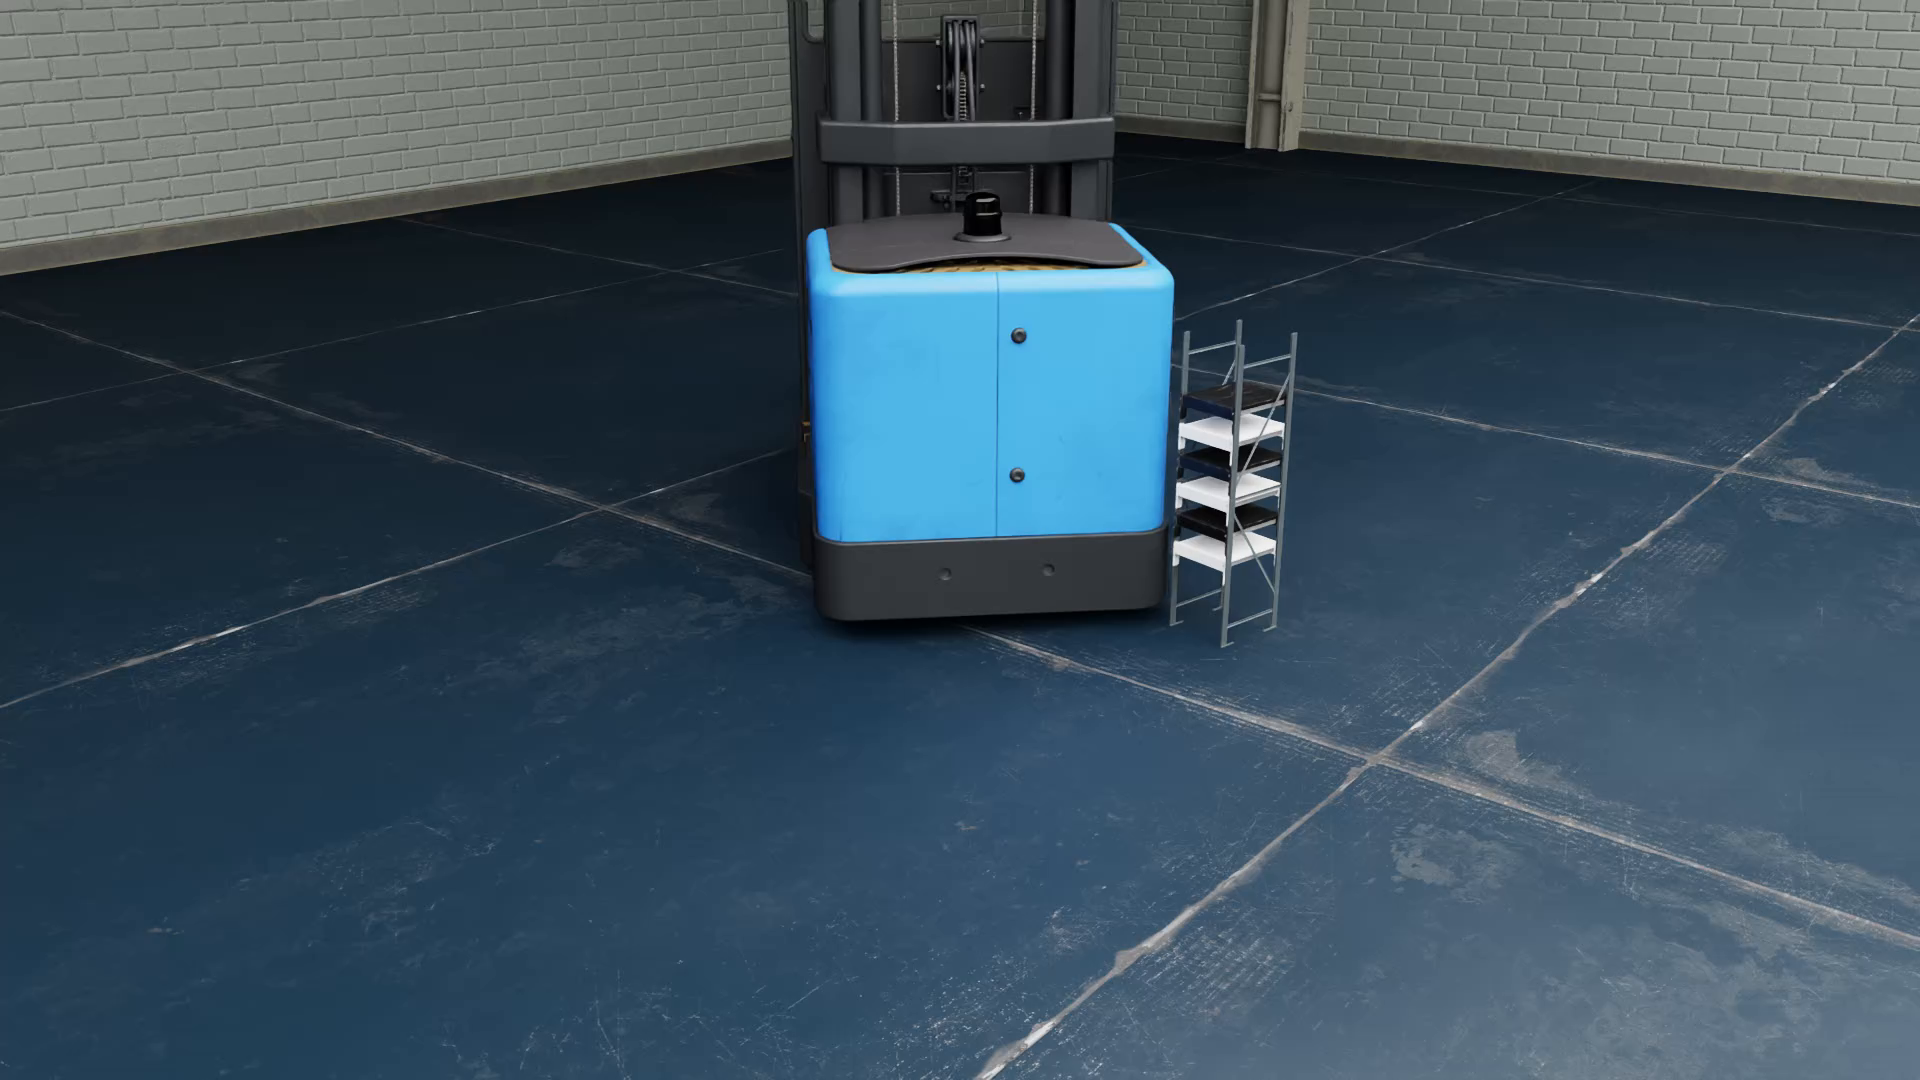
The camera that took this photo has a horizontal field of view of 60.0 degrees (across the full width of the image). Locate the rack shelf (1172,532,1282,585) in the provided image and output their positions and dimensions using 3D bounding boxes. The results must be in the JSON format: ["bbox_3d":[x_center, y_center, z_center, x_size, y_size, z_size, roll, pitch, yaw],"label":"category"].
[{"bbox_3d":[0.786,0.039,4.894,0.258,0.077,0.200,-16,26,-36],"label":"rack shelf"}]

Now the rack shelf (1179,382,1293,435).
[{"bbox_3d":[0.786,-0.382,4.735,0.258,0.077,0.200,-16,26,-36],"label":"rack shelf"}]

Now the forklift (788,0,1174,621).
[{"bbox_3d":[-0.049,-1.615,5.797,1.130,2.935,3.031,-2,21,-6],"label":"forklift"}]

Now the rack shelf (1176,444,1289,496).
[{"bbox_3d":[0.786,-0.214,4.799,0.258,0.077,0.200,-16,26,-36],"label":"rack shelf"}]

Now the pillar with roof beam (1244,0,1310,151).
[{"bbox_3d":[0.114,-6.600,10.417,0.400,9.000,9.100,16,26,36],"label":"pillar with roof beam"}]

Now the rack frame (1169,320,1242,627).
[{"bbox_3d":[0.721,-0.188,4.892,0.240,0.900,0.006,-16,26,-36],"label":"rack frame"}]

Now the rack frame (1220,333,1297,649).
[{"bbox_3d":[0.851,-0.133,4.745,0.240,0.900,0.006,-16,26,-36],"label":"rack frame"}]

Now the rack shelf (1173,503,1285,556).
[{"bbox_3d":[0.786,-0.045,4.862,0.258,0.077,0.200,-16,26,-36],"label":"rack shelf"}]

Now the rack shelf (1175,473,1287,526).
[{"bbox_3d":[0.786,-0.129,4.831,0.258,0.077,0.200,-16,26,-36],"label":"rack shelf"}]

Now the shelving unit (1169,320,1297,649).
[{"bbox_3d":[0.786,-0.161,4.819,0.258,0.900,0.210,-16,26,-36],"label":"shelving unit"}]

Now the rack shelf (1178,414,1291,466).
[{"bbox_3d":[0.786,-0.298,4.767,0.258,0.077,0.200,-16,26,-36],"label":"rack shelf"}]
